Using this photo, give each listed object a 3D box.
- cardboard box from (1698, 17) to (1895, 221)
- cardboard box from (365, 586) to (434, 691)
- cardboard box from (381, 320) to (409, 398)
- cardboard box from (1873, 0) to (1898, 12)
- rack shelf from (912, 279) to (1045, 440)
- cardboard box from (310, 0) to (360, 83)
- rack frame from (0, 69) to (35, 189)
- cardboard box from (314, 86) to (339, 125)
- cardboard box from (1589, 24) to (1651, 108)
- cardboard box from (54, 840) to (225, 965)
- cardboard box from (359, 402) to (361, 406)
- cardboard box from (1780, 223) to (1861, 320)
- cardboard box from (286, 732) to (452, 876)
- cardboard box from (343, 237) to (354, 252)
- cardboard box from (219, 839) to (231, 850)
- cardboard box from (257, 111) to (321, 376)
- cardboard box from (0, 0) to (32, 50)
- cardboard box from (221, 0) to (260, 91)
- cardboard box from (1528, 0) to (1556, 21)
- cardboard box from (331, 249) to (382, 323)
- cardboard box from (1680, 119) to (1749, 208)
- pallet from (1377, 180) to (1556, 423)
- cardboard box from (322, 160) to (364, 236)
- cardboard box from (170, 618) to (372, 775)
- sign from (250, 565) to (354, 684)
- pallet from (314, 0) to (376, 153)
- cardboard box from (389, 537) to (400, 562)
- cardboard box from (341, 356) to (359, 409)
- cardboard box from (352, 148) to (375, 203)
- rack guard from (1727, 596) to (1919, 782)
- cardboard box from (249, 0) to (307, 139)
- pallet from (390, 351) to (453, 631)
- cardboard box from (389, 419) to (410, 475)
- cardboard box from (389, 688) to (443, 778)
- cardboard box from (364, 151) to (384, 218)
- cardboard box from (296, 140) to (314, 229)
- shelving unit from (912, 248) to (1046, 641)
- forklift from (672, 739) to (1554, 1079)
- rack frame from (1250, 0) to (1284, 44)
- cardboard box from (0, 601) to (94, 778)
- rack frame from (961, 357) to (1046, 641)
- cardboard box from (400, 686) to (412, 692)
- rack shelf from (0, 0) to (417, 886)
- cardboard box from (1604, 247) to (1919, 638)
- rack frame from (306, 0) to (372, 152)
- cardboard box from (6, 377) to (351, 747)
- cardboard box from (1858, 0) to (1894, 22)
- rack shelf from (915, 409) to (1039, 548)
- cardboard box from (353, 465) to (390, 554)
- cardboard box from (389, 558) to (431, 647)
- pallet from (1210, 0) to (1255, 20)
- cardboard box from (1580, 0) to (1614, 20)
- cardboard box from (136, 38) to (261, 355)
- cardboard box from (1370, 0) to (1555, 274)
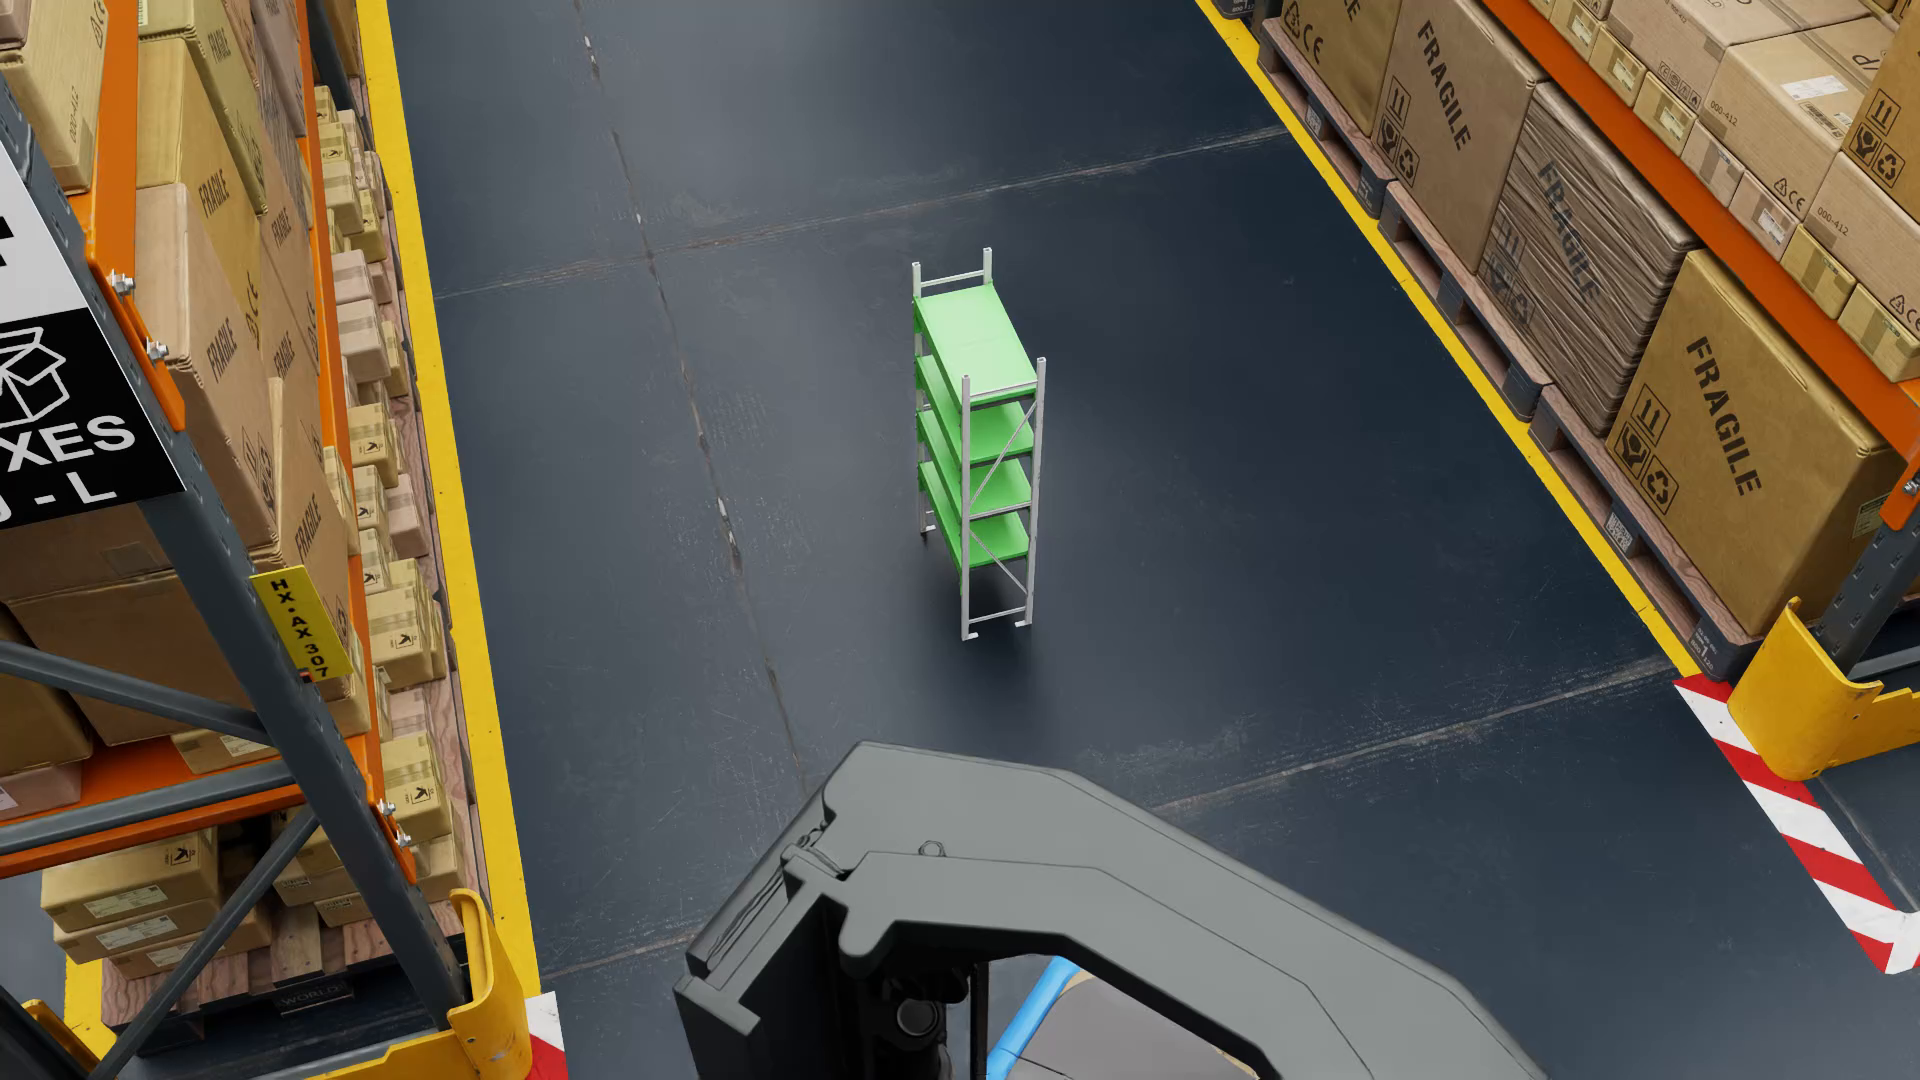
[{"bbox_3d":[2.483,-1.196,4.700,0.500,0.250,0.500,-14,51,-12],"label":"cardboard box"},{"bbox_3d":[-1.718,0.308,4.729,0.380,0.149,0.250,-13,51,-11],"label":"cardboard box"},{"bbox_3d":[-2.174,-0.609,5.892,0.380,0.149,0.250,-13,51,-11],"label":"cardboard box"},{"bbox_3d":[2.838,-1.927,4.826,0.500,0.500,0.500,-15,51,-12],"label":"cardboard box"},{"bbox_3d":[0.049,-0.534,4.871,0.258,0.148,0.480,-13,51,-11],"label":"rack shelf"},{"bbox_3d":[-2.887,-2.288,7.077,0.500,0.500,0.500,-12,51,-10],"label":"cardboard box"},{"bbox_3d":[-1.739,-1.370,1.020,1.000,3.000,0.127,-13,51,-11],"label":"rack frame"},{"bbox_3d":[-2.568,-1.565,6.309,0.380,0.149,0.250,-12,51,-10],"label":"cardboard box"},{"bbox_3d":[2.229,-1.524,5.237,0.380,0.149,0.250,-13,51,-11],"label":"cardboard box"},{"bbox_3d":[-2.167,0.930,4.399,0.380,0.149,0.250,-15,51,-12],"label":"cardboard box"},{"bbox_3d":[-2.164,-0.334,5.465,0.380,0.149,0.250,-11,51,-9],"label":"cardboard box"},{"bbox_3d":[2.531,-0.778,4.609,0.380,0.149,0.250,-13,51,-11],"label":"cardboard box"},{"bbox_3d":[-1.569,0.696,4.403,0.380,0.149,0.250,-15,52,-13],"label":"cardboard box"},{"bbox_3d":[-2.356,-0.921,5.960,0.380,0.149,0.250,-13,51,-11],"label":"cardboard box"},{"bbox_3d":[-2.266,0.845,4.666,0.380,0.149,0.250,-12,51,-10],"label":"cardboard box"},{"bbox_3d":[-1.923,-0.701,4.119,0.500,0.500,0.500,-13,51,-10],"label":"cardboard box"},{"bbox_3d":[-1.623,-0.903,2.359,0.500,0.250,0.500,-13,51,-10],"label":"cardboard box"},{"bbox_3d":[-2.060,-1.398,4.053,0.500,0.500,0.500,-15,51,-12],"label":"cardboard box"},{"bbox_3d":[2.079,-1.895,5.550,0.380,0.149,0.250,-15,51,-12],"label":"cardboard box"},{"bbox_3d":[-2.203,-0.823,5.683,0.380,0.149,0.250,-16,52,-13],"label":"cardboard box"},{"bbox_3d":[2.385,-1.145,4.918,0.380,0.149,0.250,-13,51,-10],"label":"cardboard box"},{"bbox_3d":[2.361,-1.041,6.490,1.003,0.211,1.213,-13,51,-11],"label":"pallet"},{"bbox_3d":[-2.374,-1.208,6.007,0.380,0.149,0.250,-14,51,-11],"label":"cardboard box"},{"bbox_3d":[-1.521,0.334,3.671,0.380,0.149,0.250,-14,51,-11],"label":"cardboard box"},{"bbox_3d":[-1.220,0.161,3.086,0.100,0.325,0.005,-13,51,-11],"label":"sign"},{"bbox_3d":[-3.153,-2.028,7.321,1.003,0.211,1.213,-13,51,-11],"label":"pallet"},{"bbox_3d":[-1.961,0.163,5.241,0.380,0.149,0.250,-13,51,-11],"label":"cardboard box"},{"bbox_3d":[-2.143,-0.423,5.346,0.380,0.149,0.250,-13,51,-11],"label":"cardboard box"},{"bbox_3d":[-2.433,-1.318,6.294,0.380,0.149,0.250,-16,52,-13],"label":"cardboard box"},{"bbox_3d":[3.036,0.339,5.137,1.175,0.500,0.348,-13,51,-11],"label":"rack guard"},{"bbox_3d":[-2.210,-1.454,4.754,0.500,0.500,0.500,-14,51,-11],"label":"cardboard box"},{"bbox_3d":[-2.325,-0.084,5.683,1.003,0.211,1.213,-13,51,-11],"label":"pallet"},{"bbox_3d":[-2.058,-0.235,5.576,0.380,0.149,0.250,-13,51,-11],"label":"cardboard box"},{"bbox_3d":[-1.675,0.597,4.680,0.380,0.149,0.250,-14,51,-11],"label":"cardboard box"},{"bbox_3d":[-2.480,-1.365,6.529,0.380,0.149,0.250,-13,51,-11],"label":"cardboard box"},{"bbox_3d":[-2.082,-0.996,4.792,0.380,0.149,0.250,-12,51,-10],"label":"cardboard box"},{"bbox_3d":[0.049,-0.266,5.189,0.258,1.200,0.503,-13,51,-11],"label":"shelving unit"},{"bbox_3d":[-0.127,1.738,2.368,1.130,2.935,3.031,26,55,21],"label":"forklift"},{"bbox_3d":[1.846,-3.406,6.659,1.000,3.000,0.127,-13,51,-11],"label":"rack frame"},{"bbox_3d":[-2.117,0.165,3.389,0.500,0.500,0.500,-12,51,-10],"label":"cardboard box"},{"bbox_3d":[0.121,-0.088,5.039,0.240,1.200,0.015,-13,51,-11],"label":"rack frame"},{"bbox_3d":[-1.823,0.539,4.923,0.380,0.149,0.250,-13,51,-11],"label":"cardboard box"},{"bbox_3d":[-2.330,-0.666,4.820,1.077,0.370,4.000,-13,51,-11],"label":"rack shelf"},{"bbox_3d":[2.764,-0.384,5.227,0.875,0.875,0.875,-13,51,-11],"label":"cardboard box"},{"bbox_3d":[-2.922,-2.358,5.776,1.000,3.000,0.127,-13,51,-11],"label":"rack frame"},{"bbox_3d":[-1.608,0.045,3.490,0.500,0.500,0.500,-11,51,-9],"label":"cardboard box"},{"bbox_3d":[2.840,-1.689,5.116,0.500,0.250,0.500,-15,51,-12],"label":"cardboard box"},{"bbox_3d":[0.049,-0.225,5.238,0.258,0.148,0.480,-13,51,-11],"label":"rack shelf"},{"bbox_3d":[-1.943,-0.059,5.038,0.380,0.149,0.250,-12,51,-10],"label":"cardboard box"},{"bbox_3d":[-1.805,0.227,4.992,0.380,0.149,0.250,-12,51,-10],"label":"cardboard box"},{"bbox_3d":[1.546,-3.054,8.186,1.003,0.211,1.213,-13,51,-11],"label":"pallet"},{"bbox_3d":[2.174,-1.948,5.334,0.500,0.250,0.500,-13,51,-11],"label":"cardboard box"},{"bbox_3d":[-1.773,-0.642,3.415,0.500,0.500,0.500,-12,51,-10],"label":"cardboard box"},{"bbox_3d":[2.231,-1.699,6.335,0.875,0.875,0.875,-13,51,-11],"label":"cardboard box"}]
